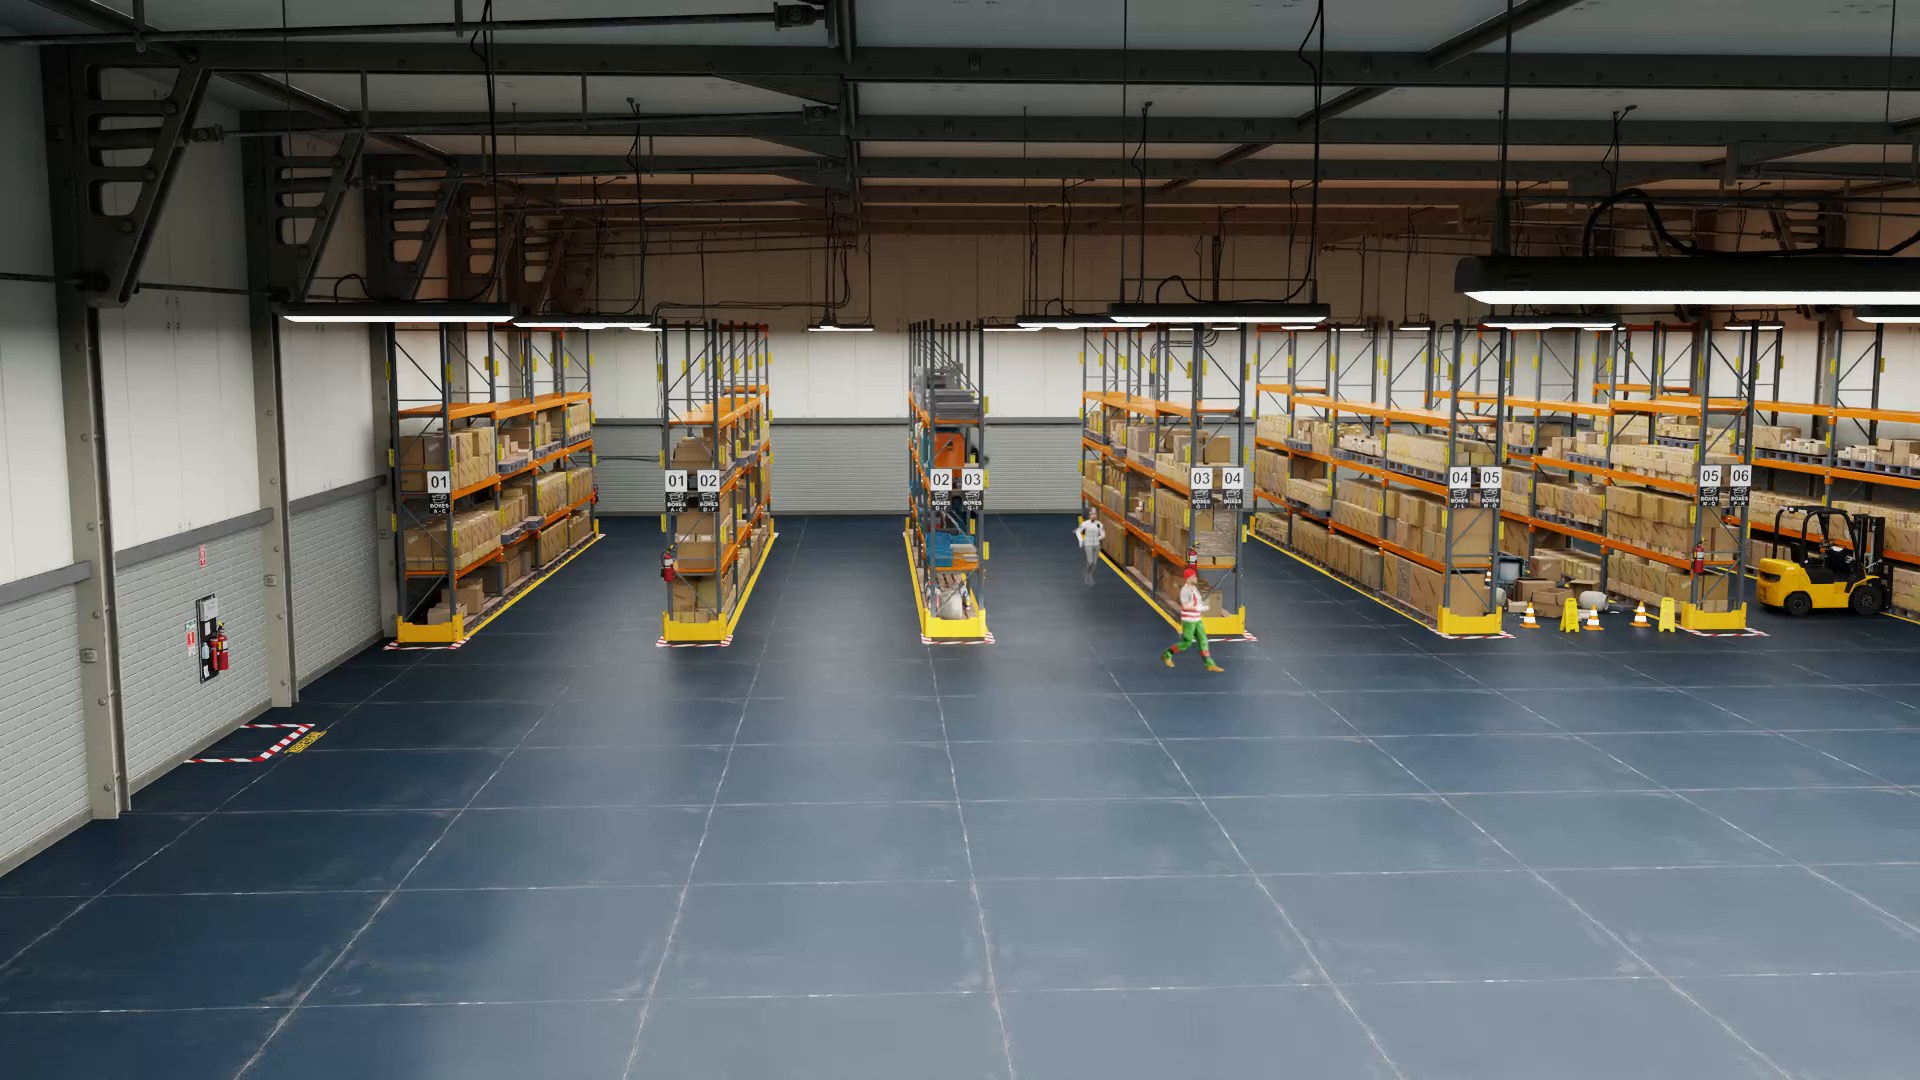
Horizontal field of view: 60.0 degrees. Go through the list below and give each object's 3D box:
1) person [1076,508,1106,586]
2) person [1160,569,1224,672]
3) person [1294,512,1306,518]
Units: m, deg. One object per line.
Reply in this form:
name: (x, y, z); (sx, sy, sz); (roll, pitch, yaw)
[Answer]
person: (2.871, 0.150, 36.085); (0.593, 1.702, 0.620); (-1, 7, -11)
person: (3.941, 1.346, 28.096); (1.092, 1.739, 0.678); (4, 8, 27)
person: (9.974, -1.071, 48.589); (0.556, 1.596, 0.610); (6, 9, 41)
